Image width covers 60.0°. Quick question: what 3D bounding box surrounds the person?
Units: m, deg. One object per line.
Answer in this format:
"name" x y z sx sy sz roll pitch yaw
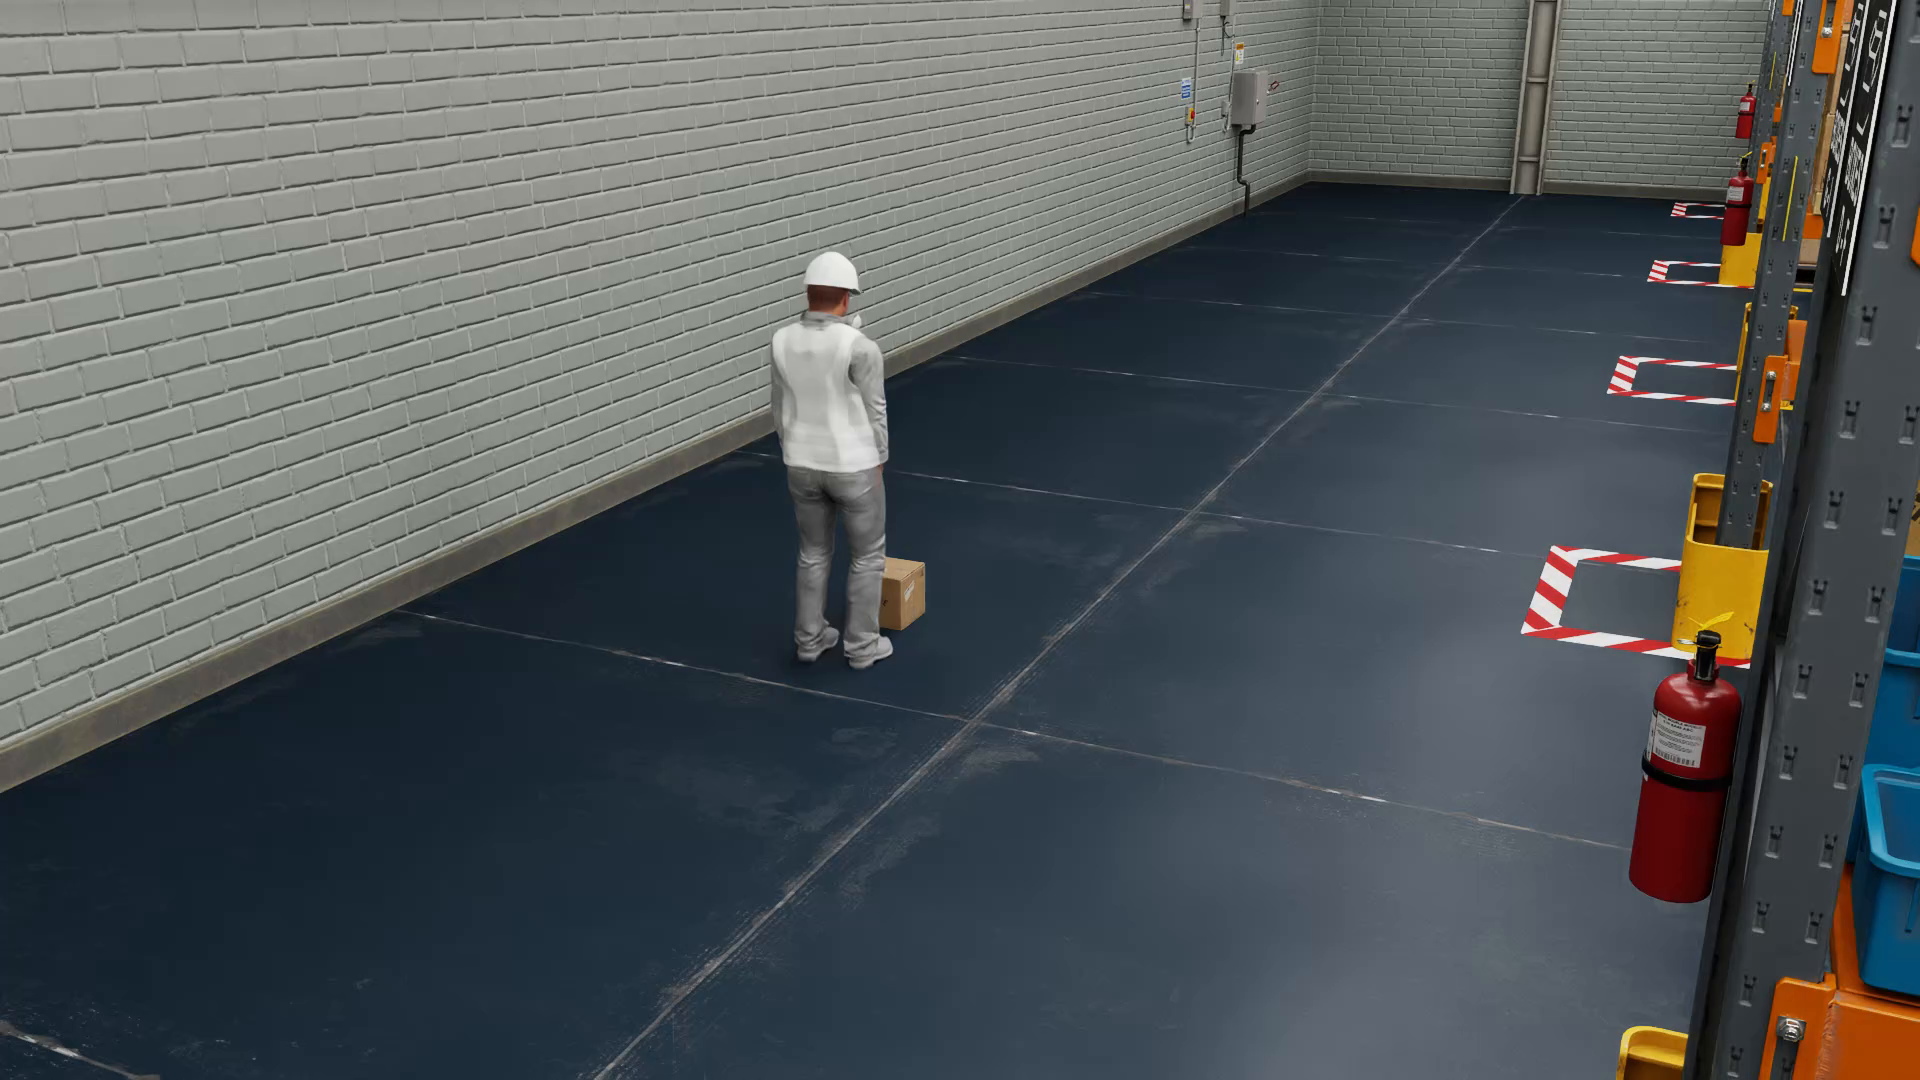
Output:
"person" -0.540 -0.328 7.014 0.538 1.760 0.378 9 21 24
